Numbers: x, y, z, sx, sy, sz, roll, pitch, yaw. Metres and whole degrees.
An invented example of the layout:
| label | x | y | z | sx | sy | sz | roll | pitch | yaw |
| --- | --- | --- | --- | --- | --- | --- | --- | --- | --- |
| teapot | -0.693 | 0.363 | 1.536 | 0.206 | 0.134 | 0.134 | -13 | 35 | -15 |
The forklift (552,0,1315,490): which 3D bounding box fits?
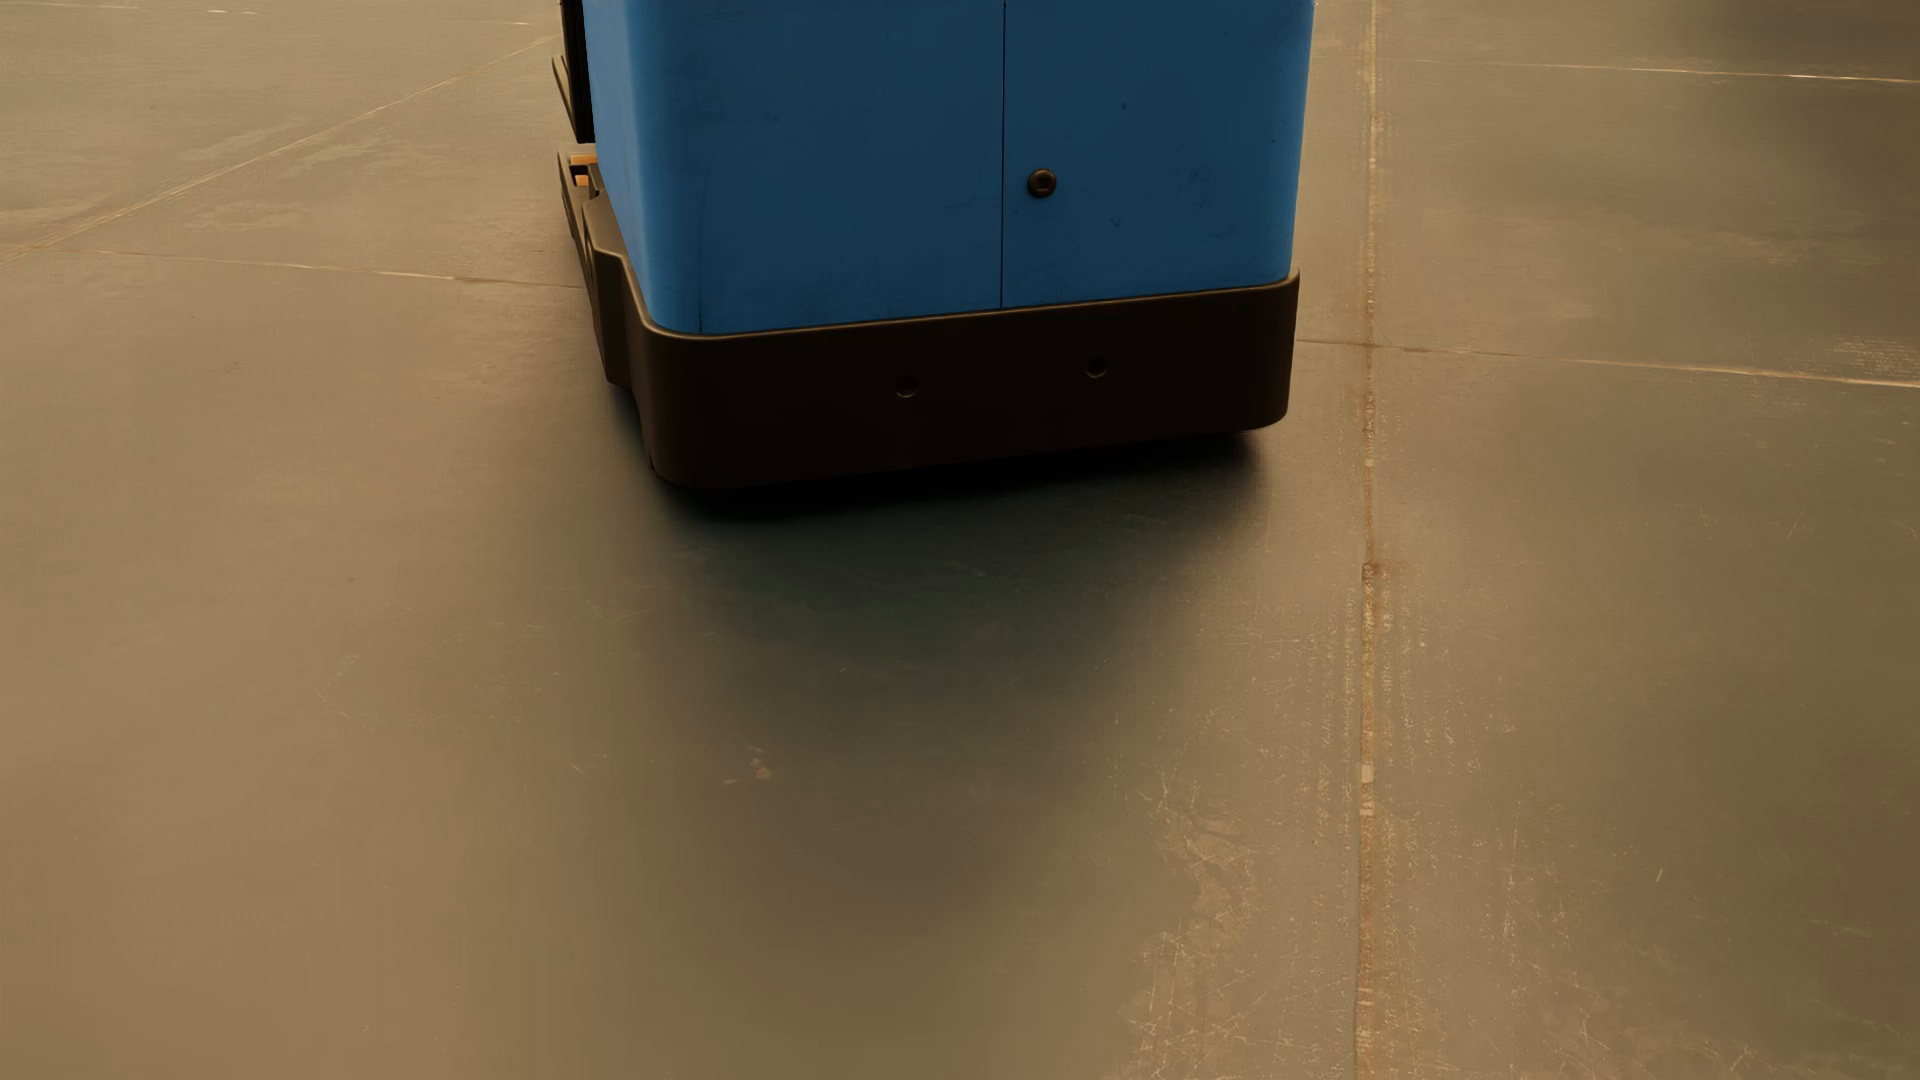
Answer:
| label | x | y | z | sx | sy | sz | roll | pitch | yaw |
| --- | --- | --- | --- | --- | --- | --- | --- | --- | --- |
| forklift | -0.342 | -2.028 | 3.265 | 1.130 | 2.935 | 3.031 | -7 | 28 | -14 |
